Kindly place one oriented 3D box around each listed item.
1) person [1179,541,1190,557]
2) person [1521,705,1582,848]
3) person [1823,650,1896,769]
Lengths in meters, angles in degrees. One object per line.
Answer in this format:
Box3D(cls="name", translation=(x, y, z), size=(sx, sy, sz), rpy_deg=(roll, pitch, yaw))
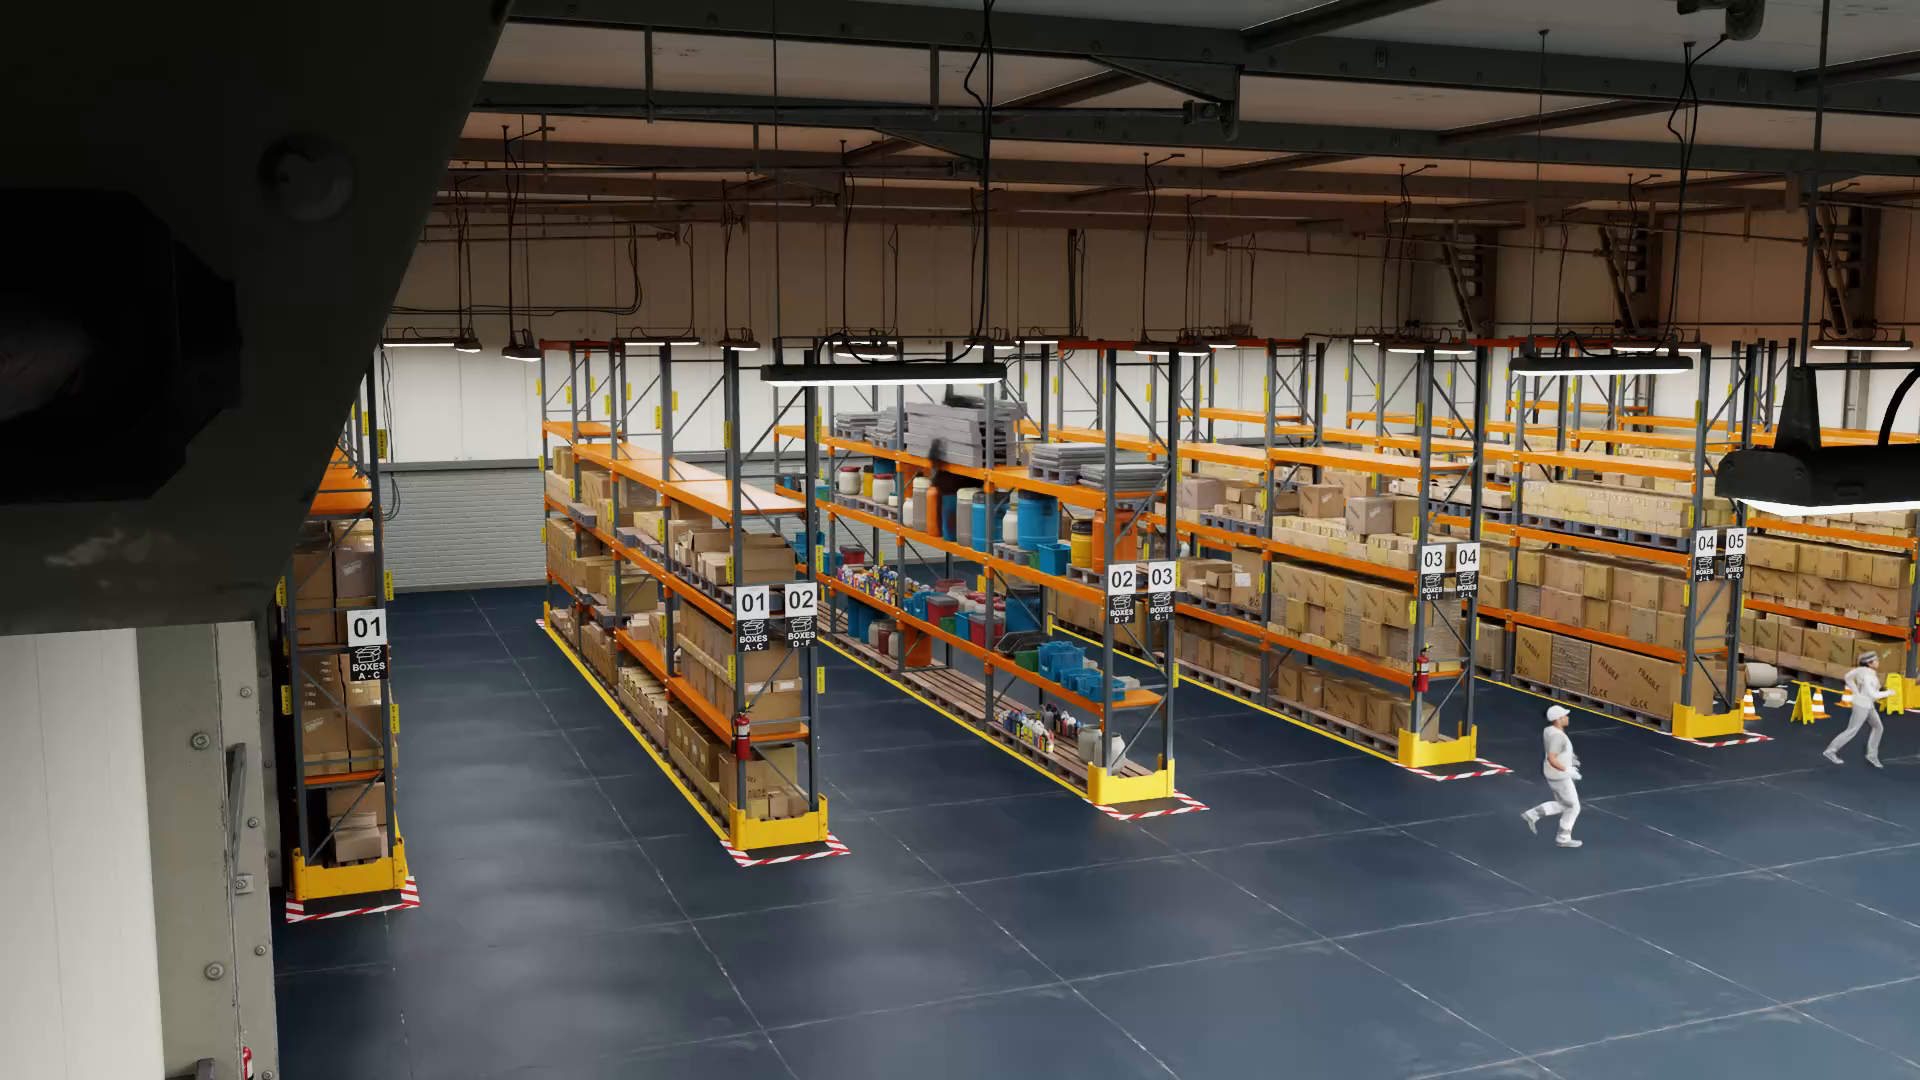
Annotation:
Box3D(cls="person", translation=(5.727, 0.030, 41.804), size=(1.050, 1.723, 0.723), rpy_deg=(-3, 8, -19))
Box3D(cls="person", translation=(7.202, 2.859, 20.134), size=(0.708, 1.742, 0.659), rpy_deg=(1, 8, 10))
Box3D(cls="person", translation=(12.848, 2.415, 23.758), size=(0.875, 1.739, 0.624), rpy_deg=(3, 8, 22))
